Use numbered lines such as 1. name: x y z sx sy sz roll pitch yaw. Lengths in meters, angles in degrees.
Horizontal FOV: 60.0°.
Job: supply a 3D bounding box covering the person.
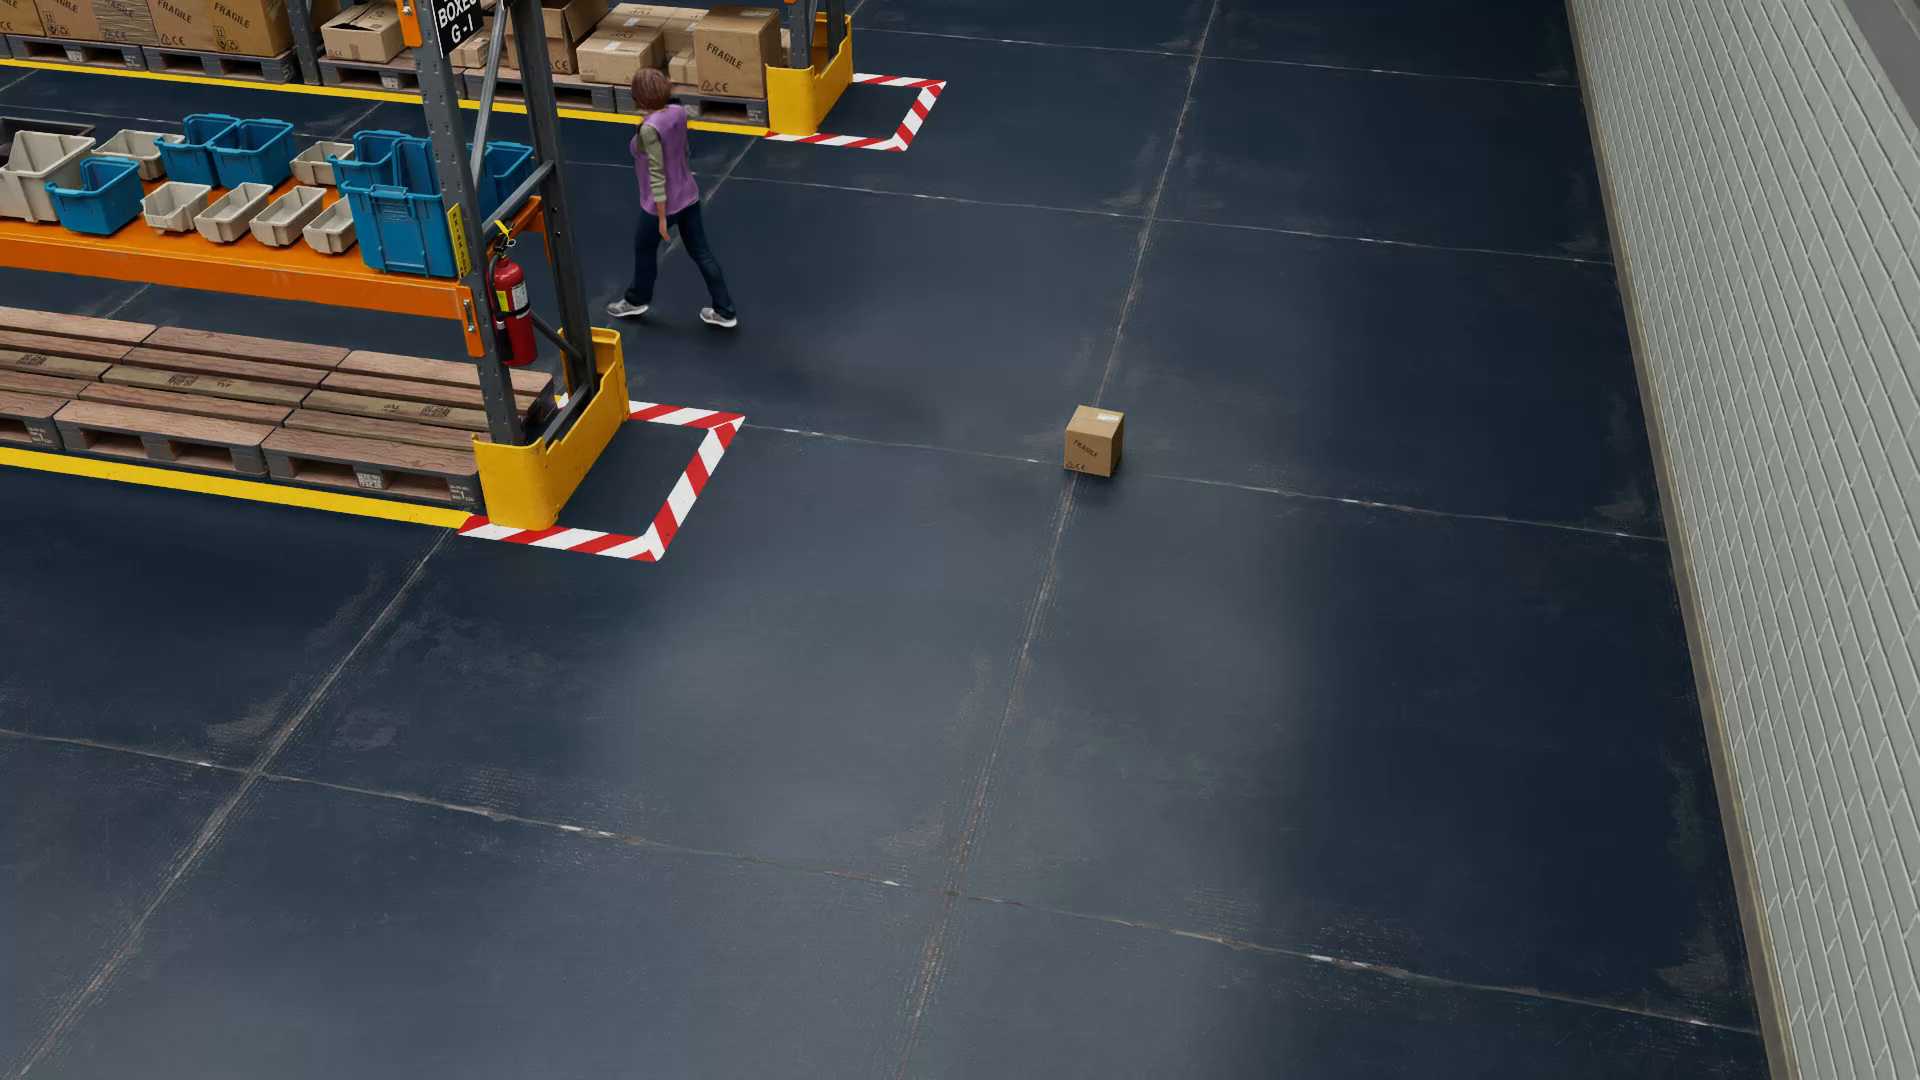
1. person: -1.719 -1.950 9.542 0.843 1.577 0.466 19 41 23
